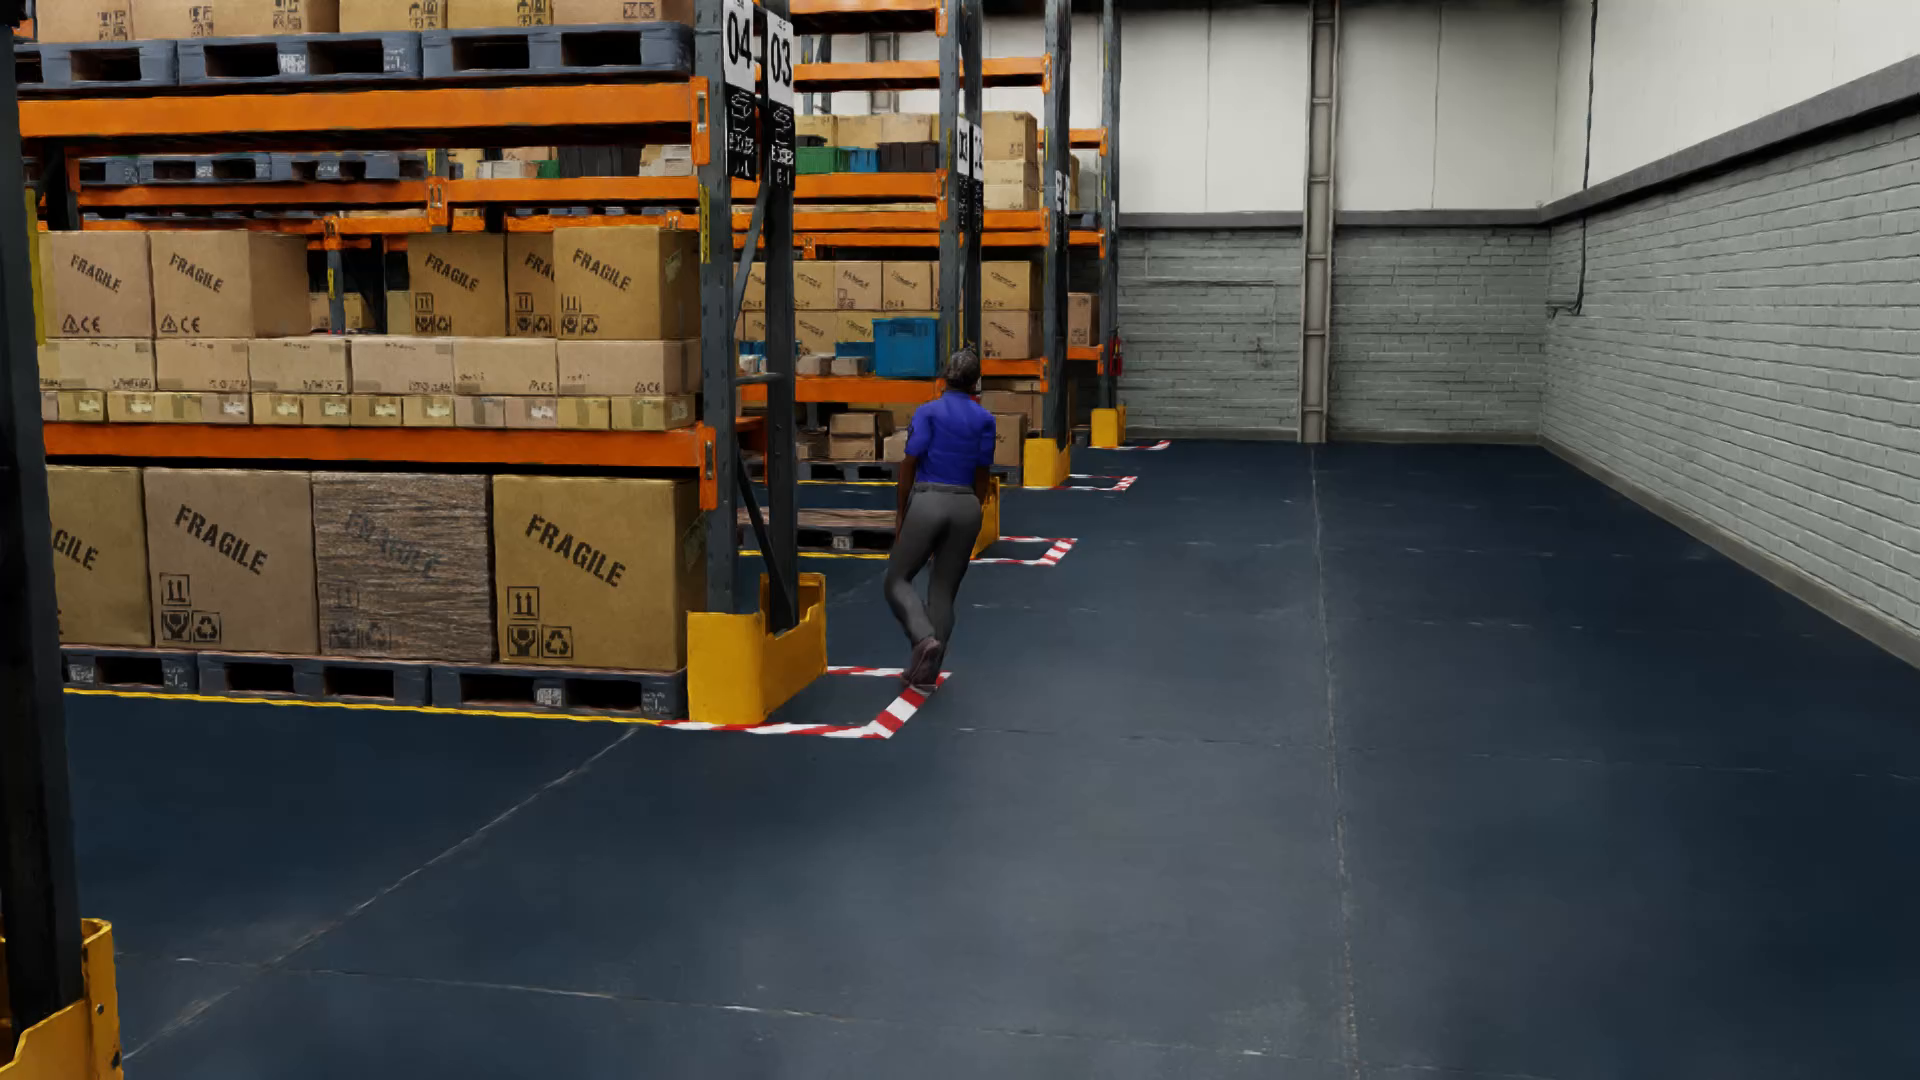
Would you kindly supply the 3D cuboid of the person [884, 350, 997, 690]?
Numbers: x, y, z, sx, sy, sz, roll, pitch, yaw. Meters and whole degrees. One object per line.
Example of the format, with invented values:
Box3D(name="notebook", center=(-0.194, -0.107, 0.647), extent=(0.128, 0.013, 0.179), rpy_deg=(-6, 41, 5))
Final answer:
Box3D(name="person", center=(-0.066, -0.086, 7.966), extent=(0.525, 1.631, 0.524), rpy_deg=(-3, 9, -22))
